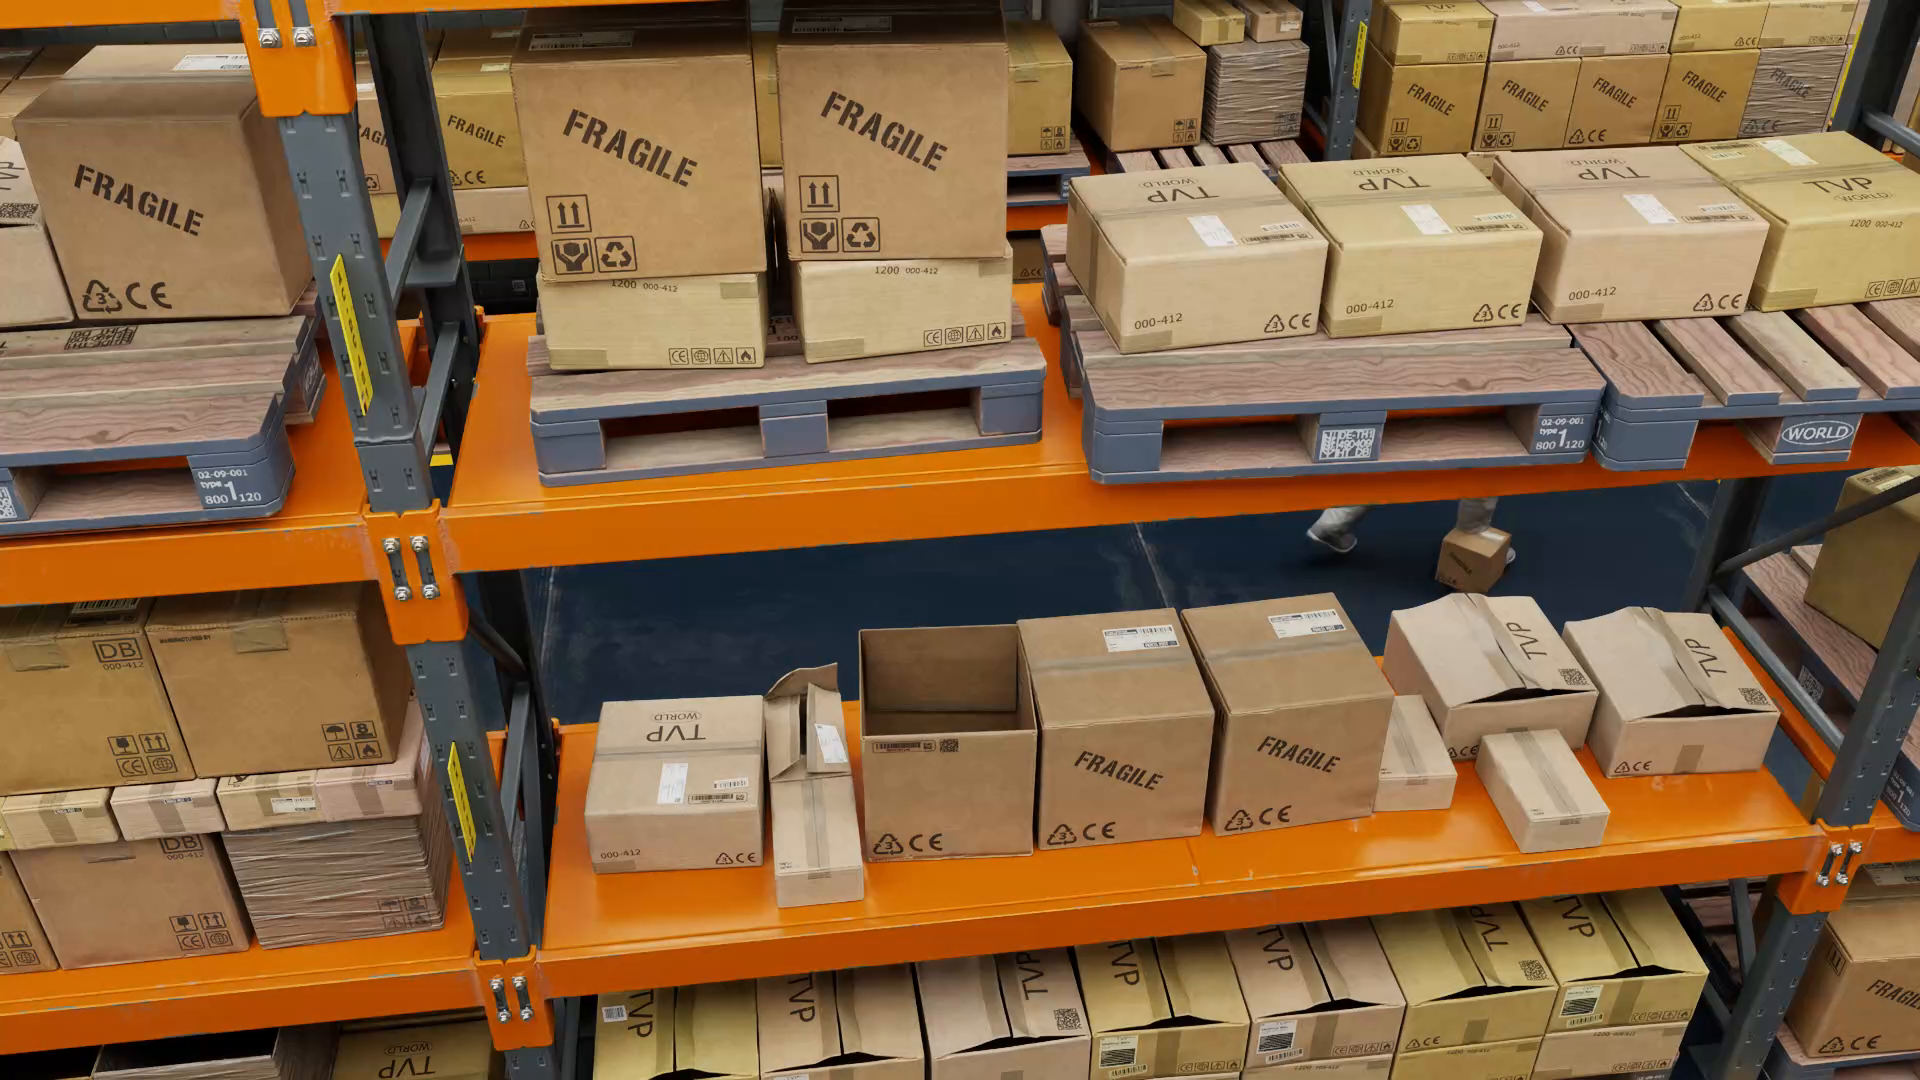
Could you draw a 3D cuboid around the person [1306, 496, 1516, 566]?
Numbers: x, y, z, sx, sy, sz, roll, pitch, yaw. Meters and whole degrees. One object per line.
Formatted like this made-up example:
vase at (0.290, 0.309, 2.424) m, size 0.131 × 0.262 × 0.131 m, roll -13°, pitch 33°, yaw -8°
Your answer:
person at (2.255, -0.555, 7.961) m, size 1.041 × 1.594 × 0.490 m, roll -8°, pitch 36°, yaw -11°
